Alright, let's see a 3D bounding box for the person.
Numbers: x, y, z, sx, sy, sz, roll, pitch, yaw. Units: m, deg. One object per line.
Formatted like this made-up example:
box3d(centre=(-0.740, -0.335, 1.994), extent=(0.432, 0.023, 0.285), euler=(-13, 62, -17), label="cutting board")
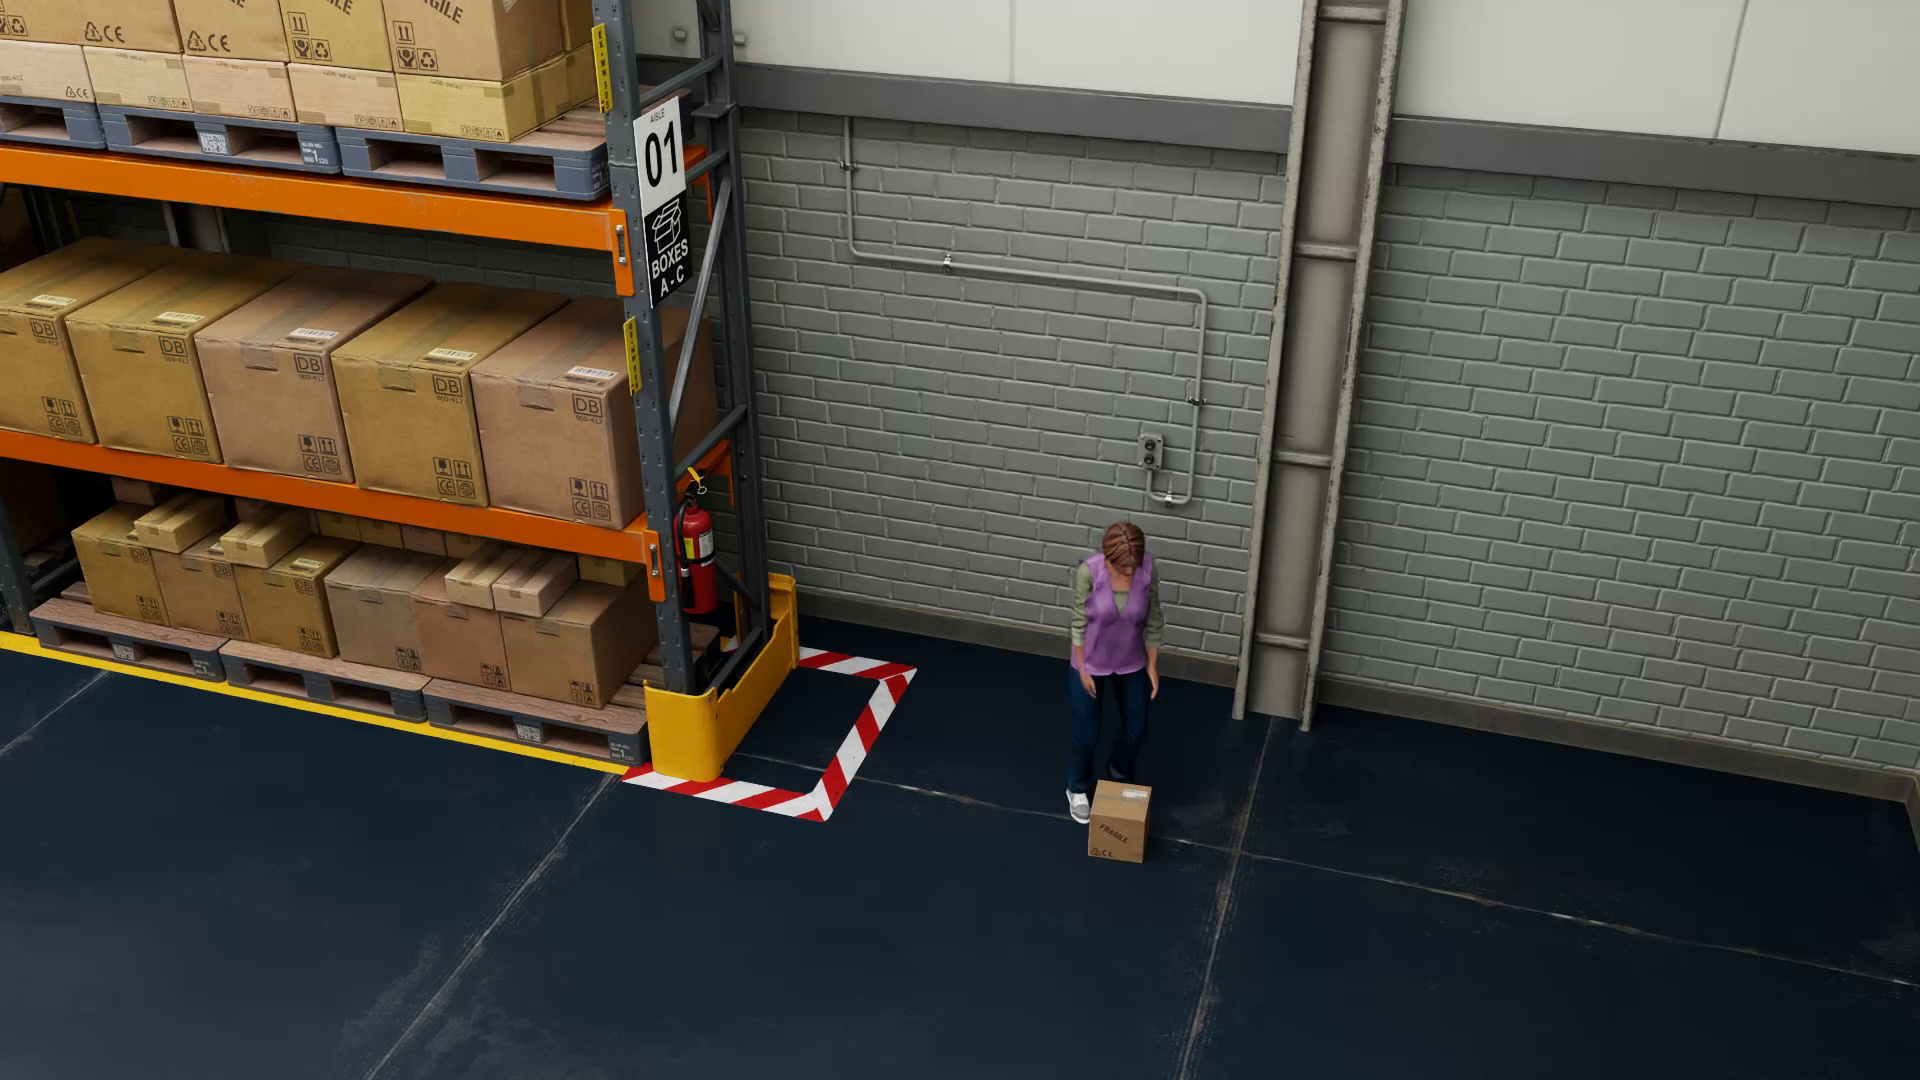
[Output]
box3d(centre=(0.699, 0.577, 7.531), extent=(0.423, 1.568, 0.367), euler=(-5, 30, -8), label="person")
